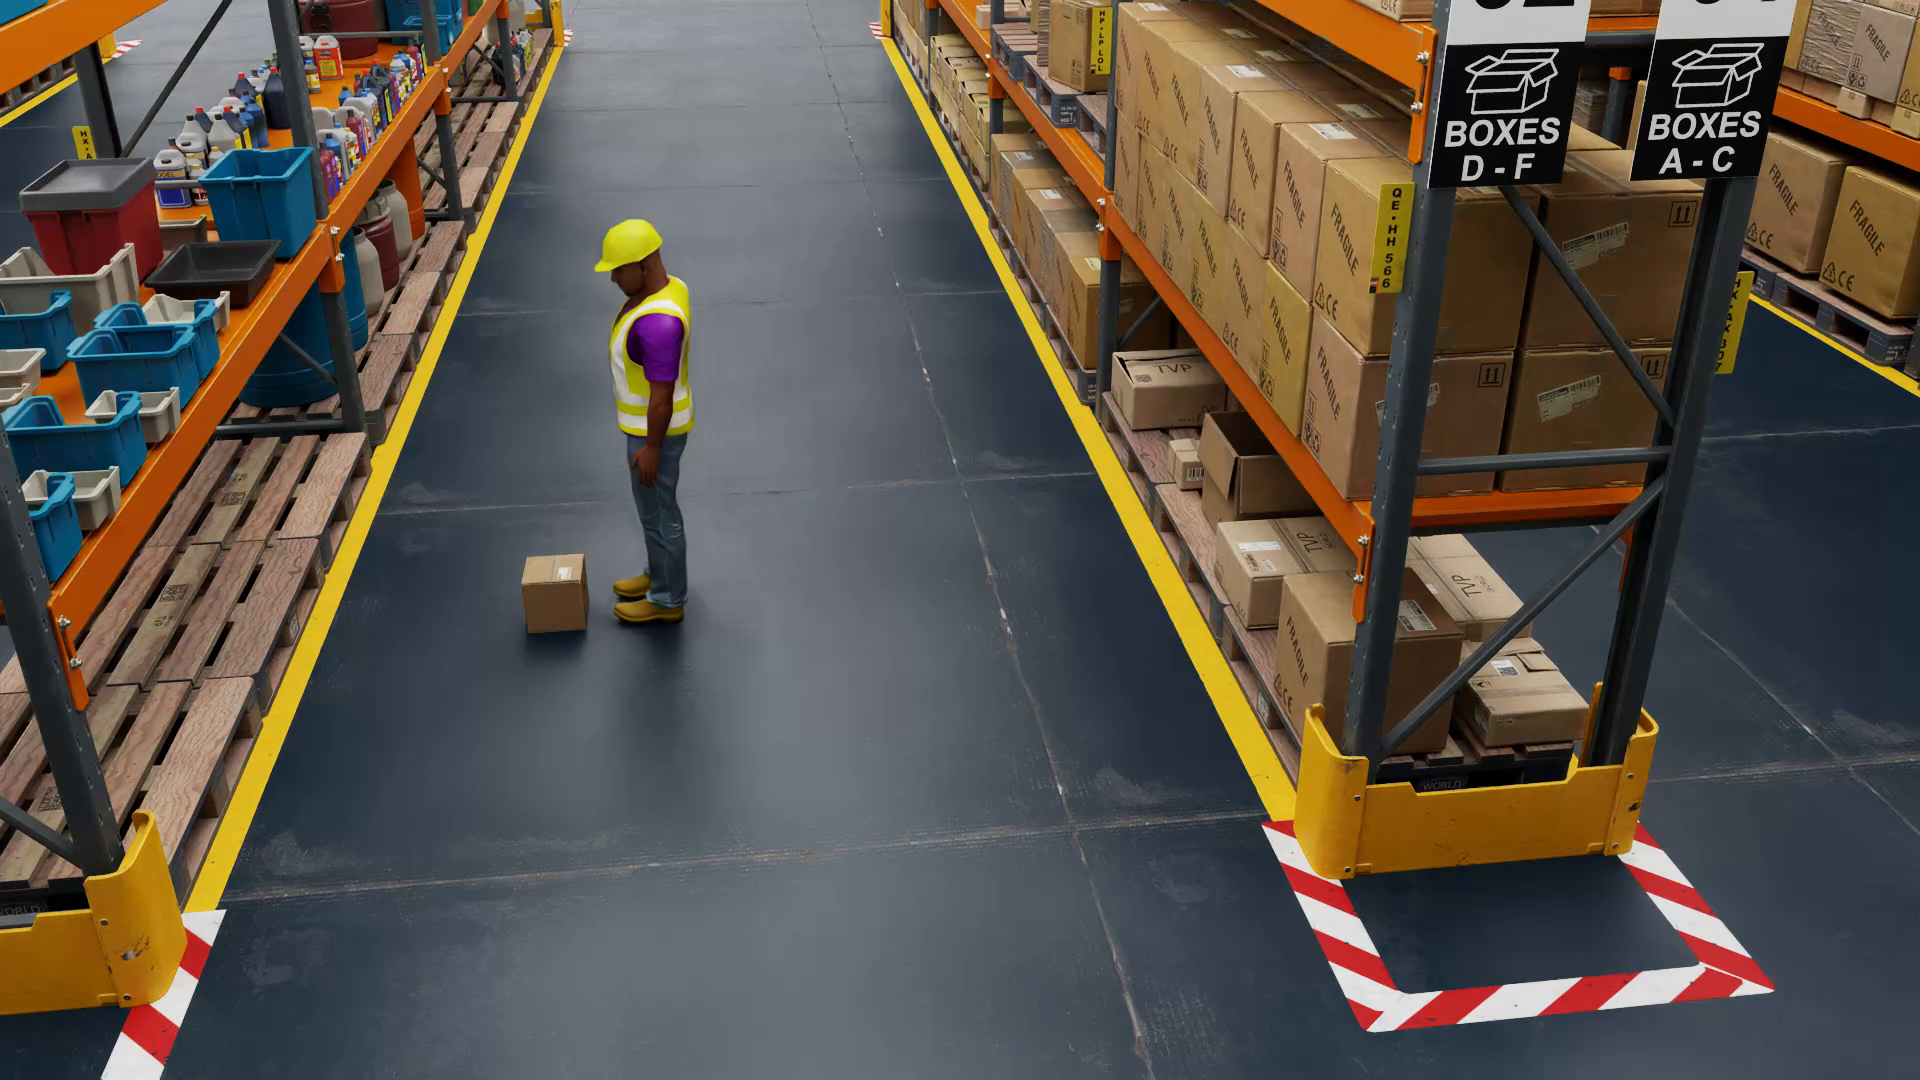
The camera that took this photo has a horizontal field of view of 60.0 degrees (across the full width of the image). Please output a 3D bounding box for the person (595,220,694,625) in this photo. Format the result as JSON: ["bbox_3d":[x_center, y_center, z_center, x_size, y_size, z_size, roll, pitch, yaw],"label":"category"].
[{"bbox_3d":[-1.318,-0.477,7.000,0.420,1.774,0.568,-3,27,-7],"label":"person"}]
